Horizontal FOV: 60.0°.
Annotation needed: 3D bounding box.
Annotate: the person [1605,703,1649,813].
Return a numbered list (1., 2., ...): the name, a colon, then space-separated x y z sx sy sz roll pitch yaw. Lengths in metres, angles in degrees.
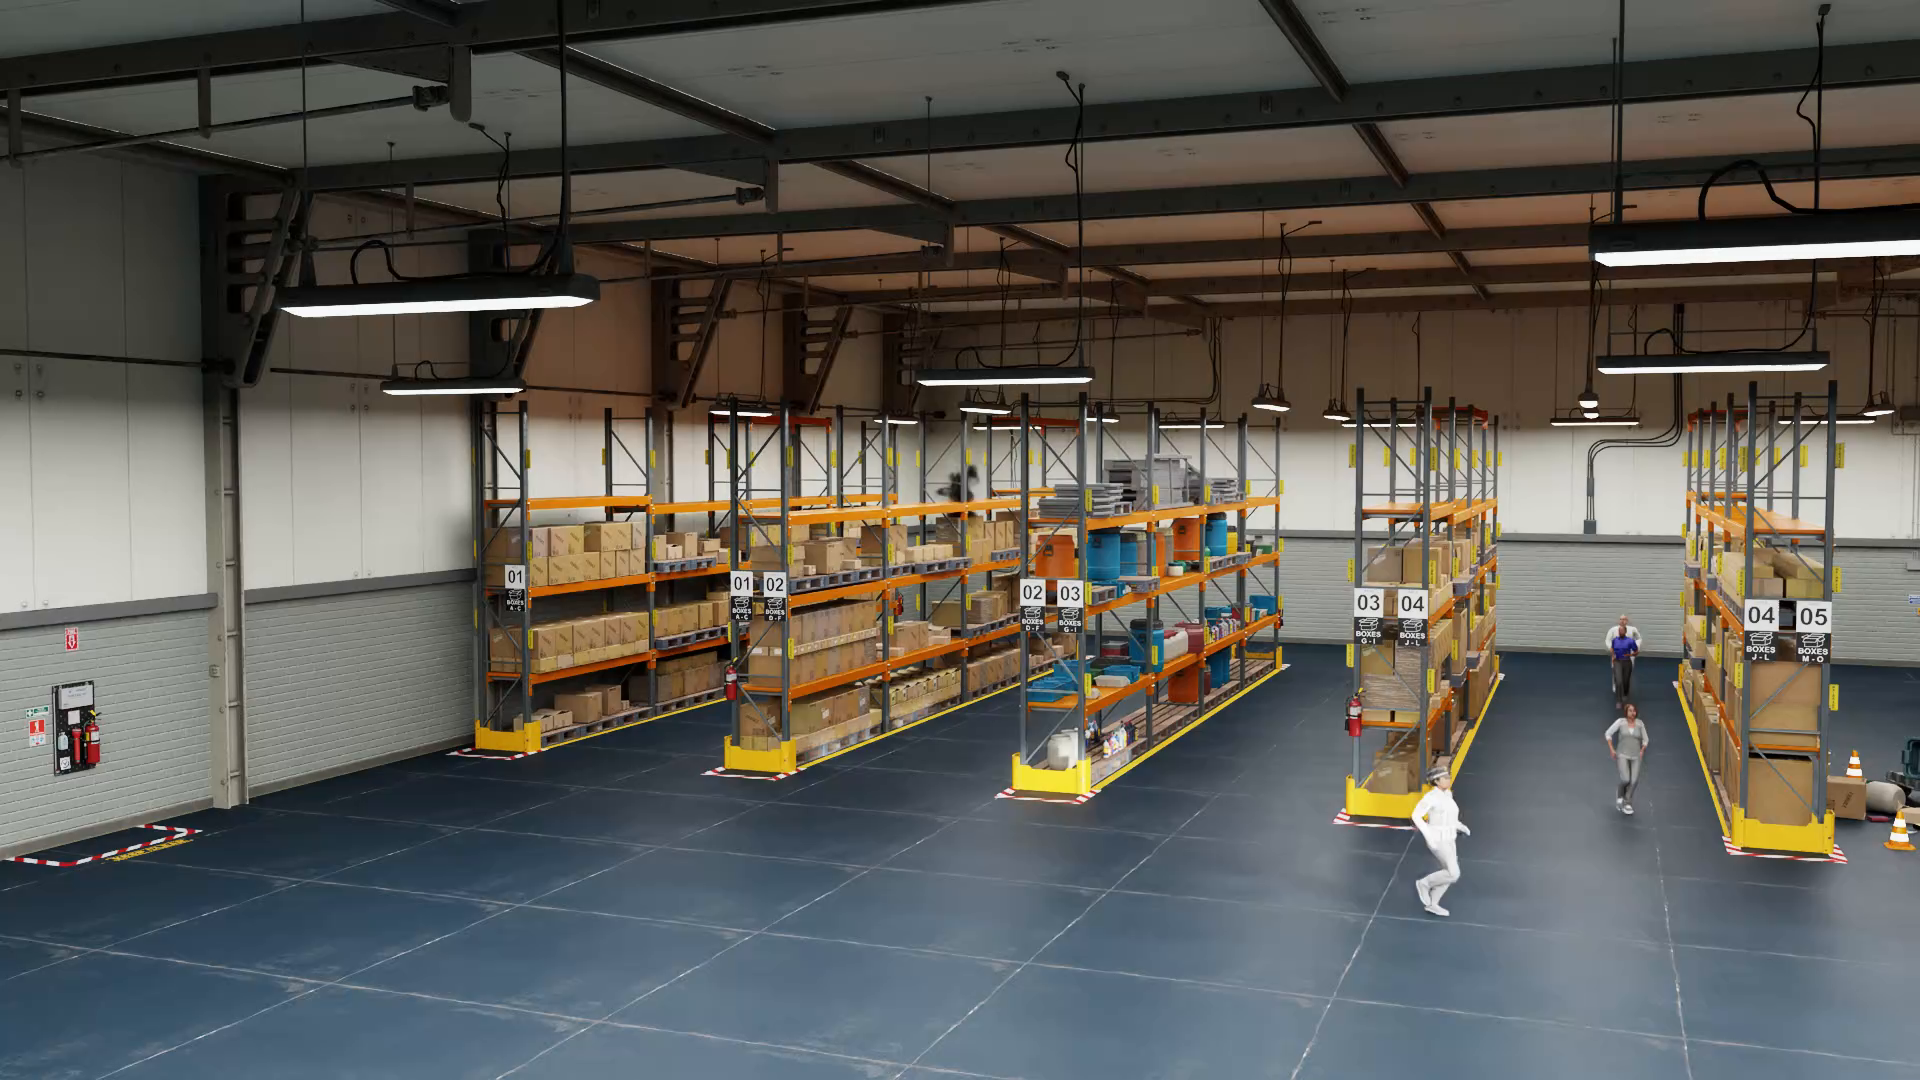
1. person: 9.416 3.078 23.421 0.556 1.568 0.487 0 3 10

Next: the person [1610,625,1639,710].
1. person: 13.379 2.556 33.505 0.567 1.663 0.868 2 3 29

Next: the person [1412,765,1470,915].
1. person: 5.302 3.288 18.210 0.608 1.656 0.540 -3 4 -45

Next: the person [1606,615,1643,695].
1. person: 13.893 2.445 34.807 0.717 1.769 0.835 1 3 24
